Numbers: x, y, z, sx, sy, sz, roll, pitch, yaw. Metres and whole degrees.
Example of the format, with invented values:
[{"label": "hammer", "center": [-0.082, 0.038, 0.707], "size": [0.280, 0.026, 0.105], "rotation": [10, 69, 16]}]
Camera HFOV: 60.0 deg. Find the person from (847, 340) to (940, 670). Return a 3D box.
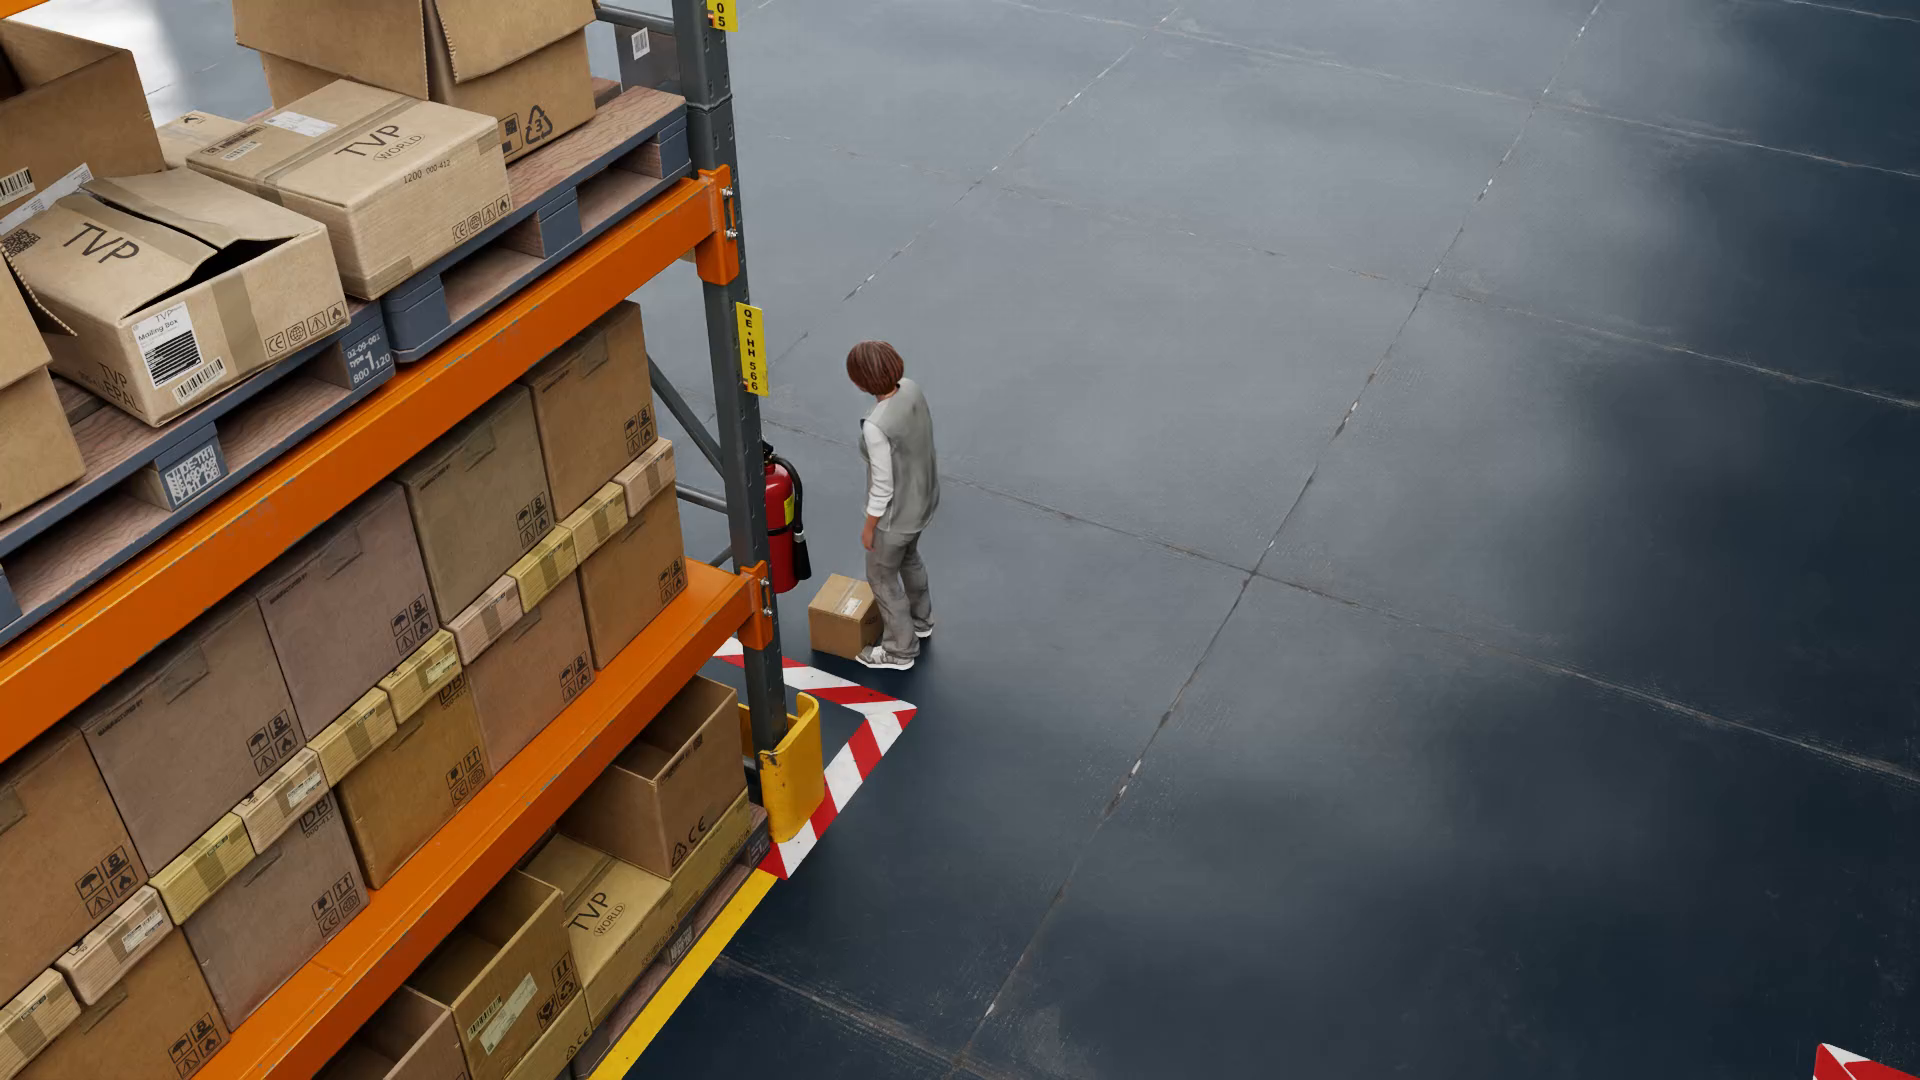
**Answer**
[{"label": "person", "center": [-0.269, -0.133, 6.924], "size": [0.347, 1.593, 0.461], "rotation": [15, 41, 18]}]
